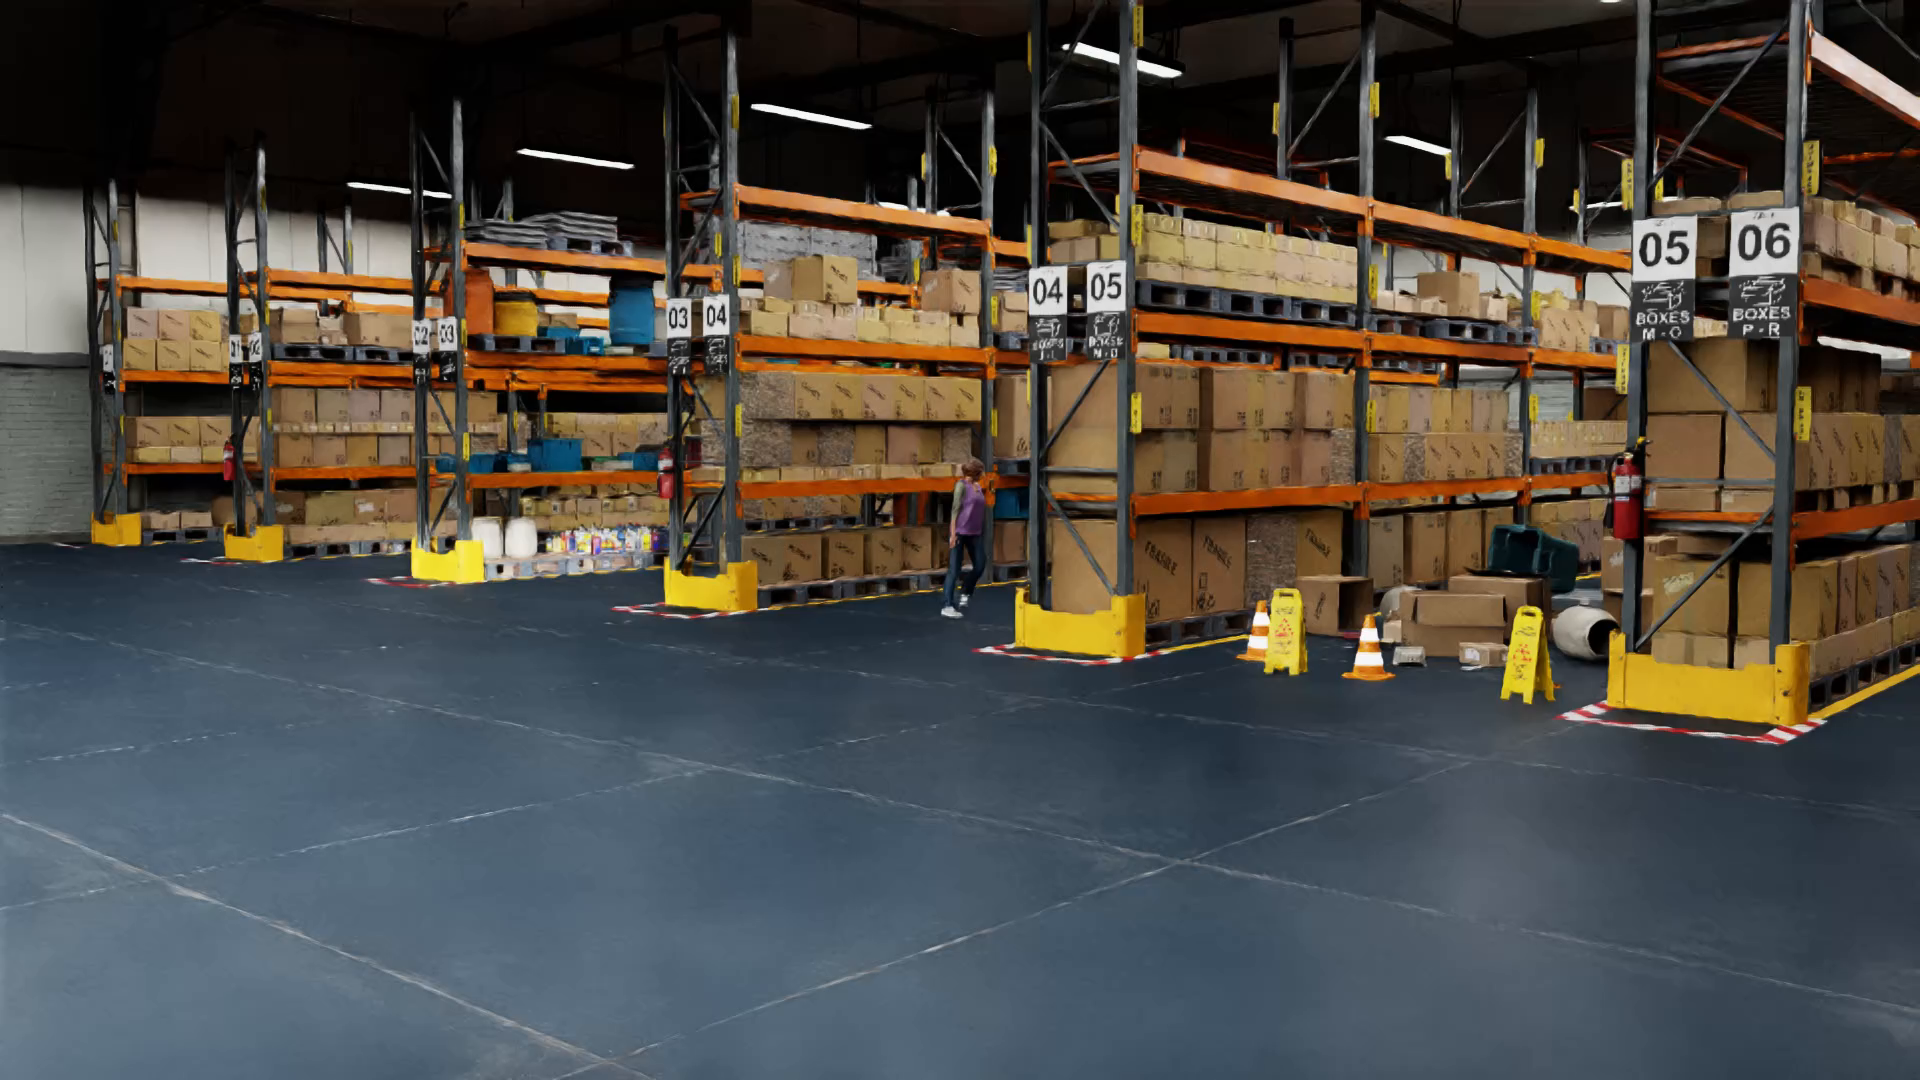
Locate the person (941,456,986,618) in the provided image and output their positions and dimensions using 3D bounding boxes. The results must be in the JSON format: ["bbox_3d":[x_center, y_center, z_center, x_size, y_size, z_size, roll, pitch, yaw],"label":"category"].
[{"bbox_3d":[0.022,-0.040,16.469,0.551,1.573,0.452,-4,5,-43],"label":"person"}]
